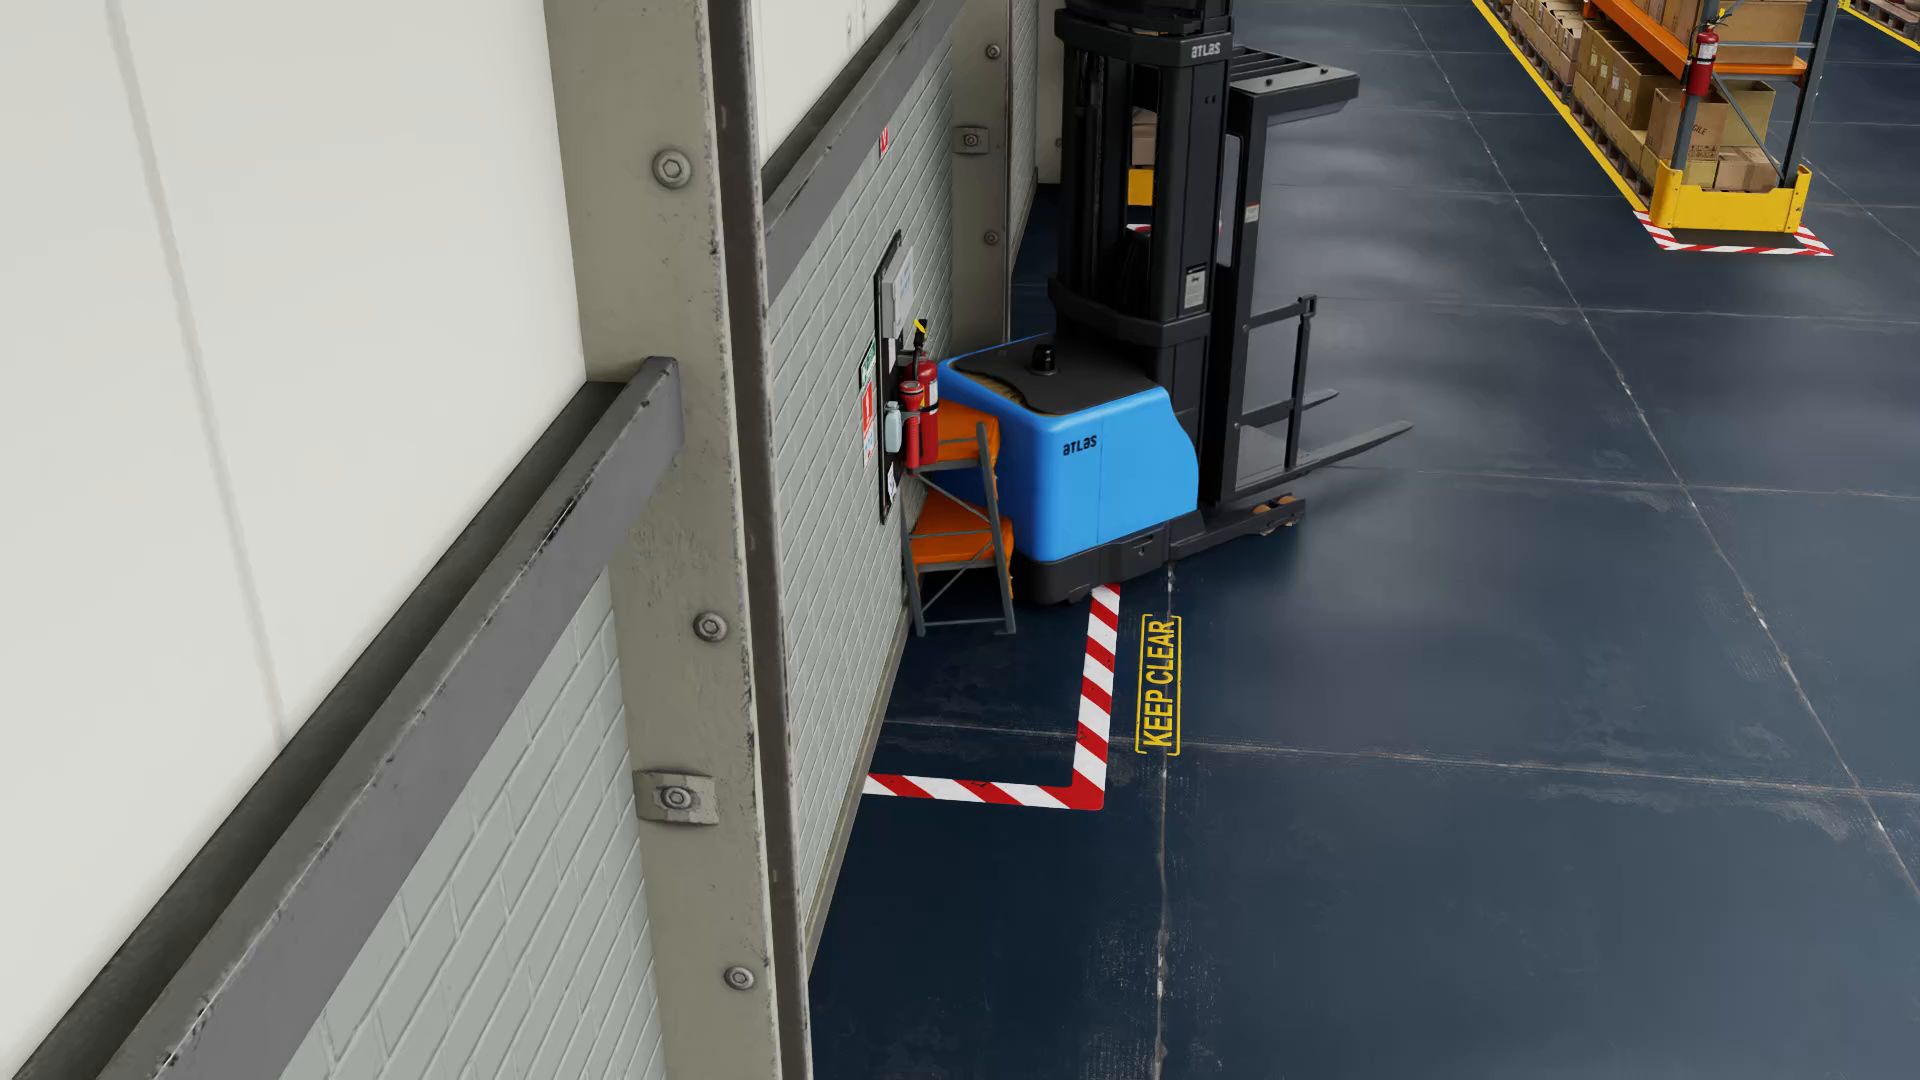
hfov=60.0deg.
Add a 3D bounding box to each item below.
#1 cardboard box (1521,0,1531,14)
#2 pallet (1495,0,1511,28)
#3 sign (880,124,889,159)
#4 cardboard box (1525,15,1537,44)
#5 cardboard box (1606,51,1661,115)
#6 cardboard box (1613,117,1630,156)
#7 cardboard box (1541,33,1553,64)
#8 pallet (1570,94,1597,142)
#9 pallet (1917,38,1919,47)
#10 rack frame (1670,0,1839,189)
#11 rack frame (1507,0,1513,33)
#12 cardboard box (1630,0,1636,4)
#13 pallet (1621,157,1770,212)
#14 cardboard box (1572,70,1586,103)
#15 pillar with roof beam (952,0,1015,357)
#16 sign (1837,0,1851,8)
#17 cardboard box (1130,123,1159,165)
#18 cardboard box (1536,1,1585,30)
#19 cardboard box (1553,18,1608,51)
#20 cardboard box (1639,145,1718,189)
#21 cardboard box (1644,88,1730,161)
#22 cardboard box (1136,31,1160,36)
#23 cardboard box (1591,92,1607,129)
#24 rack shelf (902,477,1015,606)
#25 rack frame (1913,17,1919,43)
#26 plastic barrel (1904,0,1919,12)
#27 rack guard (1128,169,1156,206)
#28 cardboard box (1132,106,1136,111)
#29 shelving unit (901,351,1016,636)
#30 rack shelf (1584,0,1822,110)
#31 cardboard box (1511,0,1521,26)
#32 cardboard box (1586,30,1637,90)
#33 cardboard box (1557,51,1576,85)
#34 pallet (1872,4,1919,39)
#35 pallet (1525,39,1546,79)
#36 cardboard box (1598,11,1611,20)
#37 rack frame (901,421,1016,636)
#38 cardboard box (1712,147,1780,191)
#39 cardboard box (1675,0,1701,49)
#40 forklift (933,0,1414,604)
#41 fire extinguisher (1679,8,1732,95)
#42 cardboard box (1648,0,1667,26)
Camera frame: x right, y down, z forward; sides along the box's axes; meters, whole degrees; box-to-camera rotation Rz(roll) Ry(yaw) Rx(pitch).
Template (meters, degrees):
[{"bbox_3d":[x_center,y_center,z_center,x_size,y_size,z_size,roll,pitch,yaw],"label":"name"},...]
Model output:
[{"bbox_3d":[7.120,-6.556,20.121,0.500,0.311,0.500,3,28,5],"label":"cardboard box"},{"bbox_3d":[7.660,-6.933,21.897,1.003,0.211,1.213,3,28,6],"label":"pallet"},{"bbox_3d":[-0.314,-1.749,6.890,0.001,0.298,0.199,3,28,6],"label":"sign"},{"bbox_3d":[7.057,-6.075,19.820,0.500,0.250,0.500,3,28,5],"label":"cardboard box"},{"bbox_3d":[6.492,-4.327,15.785,0.500,0.500,0.500,3,28,6],"label":"cardboard box"},{"bbox_3d":[6.432,-3.761,15.526,0.500,0.250,0.500,3,28,6],"label":"cardboard box"},{"bbox_3d":[6.930,-5.594,18.927,0.500,0.250,0.500,4,29,7],"label":"cardboard box"},{"bbox_3d":[6.902,-4.329,17.063,1.003,0.211,1.213,3,28,6],"label":"pallet"},{"bbox_3d":[12.313,-5.932,20.038,1.003,0.211,1.213,3,28,6],"label":"pallet"},{"bbox_3d":[6.551,-4.046,13.597,1.000,3.000,0.127,3,28,6],"label":"rack frame"},{"bbox_3d":[7.531,-7.812,20.587,1.000,3.000,0.127,3,28,6],"label":"rack frame"},{"bbox_3d":[6.935,-5.515,16.219,0.700,0.500,0.500,3,28,6],"label":"cardboard box"},{"bbox_3d":[6.603,-3.181,14.931,1.003,0.211,1.213,3,28,6],"label":"pallet"},{"bbox_3d":[6.684,-4.703,17.272,0.500,0.250,0.500,3,28,6],"label":"cardboard box"},{"bbox_3d":[4.399,-4.278,7.704,9.100,9.000,0.400,3,28,6],"label":"pillar with roof beam"},{"bbox_3d":[7.101,-4.427,13.308,0.100,0.325,0.005,3,28,6],"label":"sign"},{"bbox_3d":[1.808,-3.662,15.257,0.500,0.311,0.500,0,28,0],"label":"cardboard box"},{"bbox_3d":[6.993,-6.074,19.226,0.500,0.311,0.500,3,28,6],"label":"cardboard box"},{"bbox_3d":[6.864,-5.603,18.352,0.500,0.311,0.500,4,29,8],"label":"cardboard box"},{"bbox_3d":[6.324,-3.290,14.650,0.500,0.250,0.500,3,28,6],"label":"cardboard box"},{"bbox_3d":[6.322,-3.620,14.473,0.500,0.500,0.500,3,28,6],"label":"cardboard box"},{"bbox_3d":[1.499,-4.506,14.589,0.500,0.250,0.500,4,29,7],"label":"cardboard box"},{"bbox_3d":[6.551,-4.232,16.400,0.500,0.250,0.500,3,28,6],"label":"cardboard box"},{"bbox_3d":[0.051,-0.026,8.661,0.538,0.278,1.000,-5,25,10],"label":"rack shelf"},{"bbox_3d":[12.447,-7.522,20.050,1.000,3.000,0.127,3,28,6],"label":"rack frame"},{"bbox_3d":[12.470,-7.114,21.472,0.421,0.512,0.421,0,28,0],"label":"plastic barrel"},{"bbox_3d":[1.644,-3.267,14.788,1.175,0.500,0.348,3,28,6],"label":"rack guard"},{"bbox_3d":[2.018,-4.356,16.346,0.700,0.500,0.500,2,28,3],"label":"cardboard box"},{"bbox_3d":[0.015,-0.246,8.561,0.538,1.125,1.048,-5,25,10],"label":"shelving unit"},{"bbox_3d":[6.796,-4.671,15.515,1.077,0.370,4.000,3,28,6],"label":"rack shelf"},{"bbox_3d":[7.176,-6.557,20.714,0.500,0.250,0.500,3,28,6],"label":"cardboard box"},{"bbox_3d":[6.620,-4.797,16.658,0.500,0.500,0.500,3,28,6],"label":"cardboard box"},{"bbox_3d":[6.804,-5.115,18.038,0.500,0.250,0.500,3,28,6],"label":"cardboard box"},{"bbox_3d":[12.502,-6.668,21.404,1.003,0.211,1.213,3,28,6],"label":"pallet"},{"bbox_3d":[7.240,-5.626,19.471,1.003,0.211,1.213,3,28,6],"label":"pallet"},{"bbox_3d":[7.468,-5.809,18.735,0.500,0.311,0.500,2,28,5],"label":"cardboard box"},{"bbox_3d":[-0.048,-0.028,8.106,0.500,1.125,0.032,-5,25,10],"label":"rack frame"},{"bbox_3d":[6.838,-3.260,14.594,0.500,0.250,0.500,3,28,6],"label":"cardboard box"},{"bbox_3d":[6.681,-4.556,14.440,0.700,0.500,0.500,4,29,8],"label":"cardboard box"},{"bbox_3d":[1.333,-1.500,8.945,3.031,2.935,1.130,-19,34,-31],"label":"forklift"},{"bbox_3d":[6.076,-3.983,13.563,0.296,0.674,0.183,3,28,6],"label":"fire extinguisher"},{"bbox_3d":[6.808,-5.038,15.333,0.700,0.500,0.500,4,29,8],"label":"cardboard box"}]
